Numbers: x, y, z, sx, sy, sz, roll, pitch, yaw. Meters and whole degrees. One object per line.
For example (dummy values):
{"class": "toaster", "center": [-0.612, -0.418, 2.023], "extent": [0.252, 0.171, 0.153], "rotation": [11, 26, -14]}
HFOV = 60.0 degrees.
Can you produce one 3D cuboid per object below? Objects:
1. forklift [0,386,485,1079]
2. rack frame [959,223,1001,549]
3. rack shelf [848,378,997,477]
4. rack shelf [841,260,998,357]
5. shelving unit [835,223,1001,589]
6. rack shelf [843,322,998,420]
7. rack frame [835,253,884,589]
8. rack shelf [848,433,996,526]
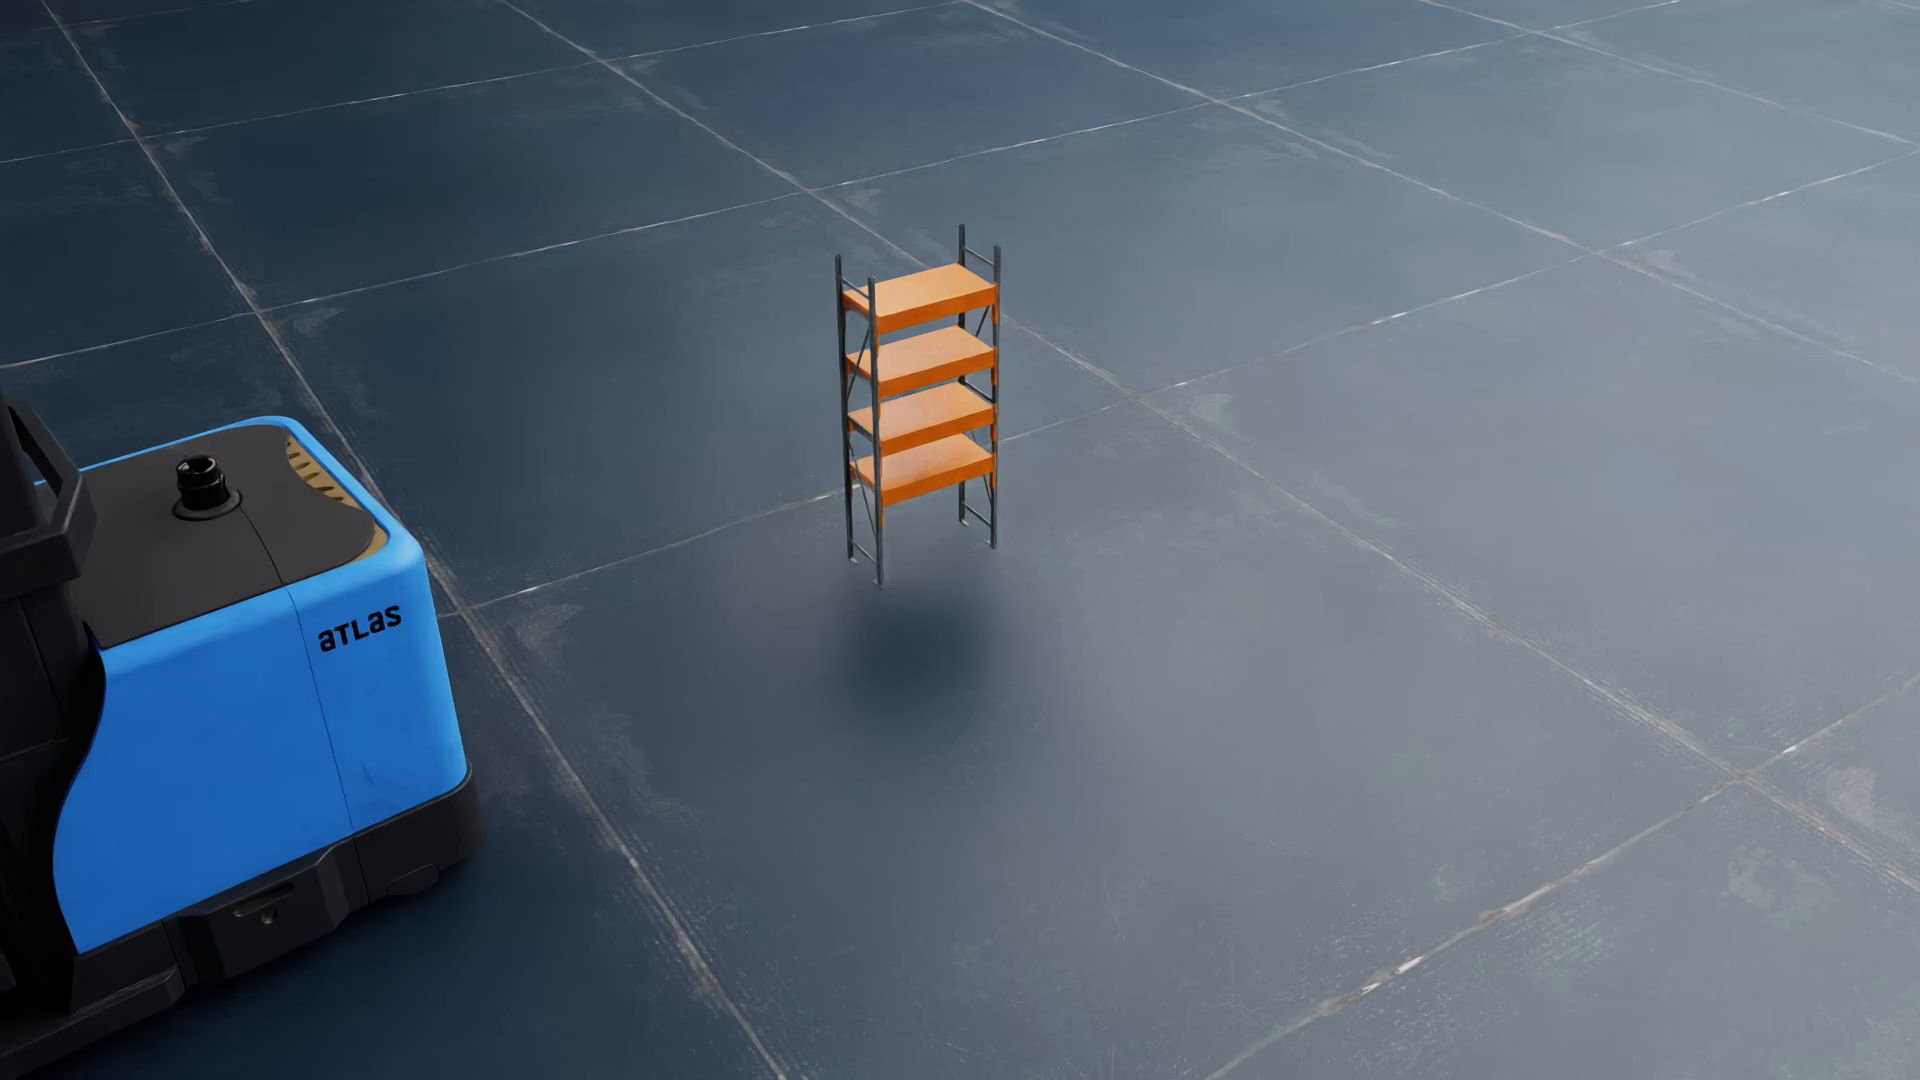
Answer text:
{"class": "forklift", "center": [-2.825, -0.023, 3.539], "extent": [3.031, 2.935, 1.130], "rotation": [-23, 39, -32]}
{"class": "rack frame", "center": [0.066, -0.530, 5.966], "extent": [0.015, 1.200, 0.240], "rotation": [-19, 37, -27]}
{"class": "rack shelf", "center": [-0.139, -0.403, 5.890], "extent": [0.480, 0.148, 0.258], "rotation": [-19, 37, -27]}
{"class": "rack shelf", "center": [-0.139, -0.792, 5.644], "extent": [0.480, 0.148, 0.258], "rotation": [-19, 37, -27]}
{"class": "shelving unit", "center": [-0.139, -0.460, 5.854], "extent": [0.503, 1.200, 0.258], "rotation": [-19, 37, -27]}
{"class": "rack shelf", "center": [-0.139, -0.592, 5.771], "extent": [0.480, 0.148, 0.258], "rotation": [-19, 37, -27]}
{"class": "rack frame", "center": [-0.344, -0.389, 5.742], "extent": [0.015, 1.200, 0.240], "rotation": [-19, 37, -27]}
{"class": "rack shelf", "center": [-0.139, -0.235, 5.996], "extent": [0.480, 0.148, 0.258], "rotation": [-19, 37, -27]}
